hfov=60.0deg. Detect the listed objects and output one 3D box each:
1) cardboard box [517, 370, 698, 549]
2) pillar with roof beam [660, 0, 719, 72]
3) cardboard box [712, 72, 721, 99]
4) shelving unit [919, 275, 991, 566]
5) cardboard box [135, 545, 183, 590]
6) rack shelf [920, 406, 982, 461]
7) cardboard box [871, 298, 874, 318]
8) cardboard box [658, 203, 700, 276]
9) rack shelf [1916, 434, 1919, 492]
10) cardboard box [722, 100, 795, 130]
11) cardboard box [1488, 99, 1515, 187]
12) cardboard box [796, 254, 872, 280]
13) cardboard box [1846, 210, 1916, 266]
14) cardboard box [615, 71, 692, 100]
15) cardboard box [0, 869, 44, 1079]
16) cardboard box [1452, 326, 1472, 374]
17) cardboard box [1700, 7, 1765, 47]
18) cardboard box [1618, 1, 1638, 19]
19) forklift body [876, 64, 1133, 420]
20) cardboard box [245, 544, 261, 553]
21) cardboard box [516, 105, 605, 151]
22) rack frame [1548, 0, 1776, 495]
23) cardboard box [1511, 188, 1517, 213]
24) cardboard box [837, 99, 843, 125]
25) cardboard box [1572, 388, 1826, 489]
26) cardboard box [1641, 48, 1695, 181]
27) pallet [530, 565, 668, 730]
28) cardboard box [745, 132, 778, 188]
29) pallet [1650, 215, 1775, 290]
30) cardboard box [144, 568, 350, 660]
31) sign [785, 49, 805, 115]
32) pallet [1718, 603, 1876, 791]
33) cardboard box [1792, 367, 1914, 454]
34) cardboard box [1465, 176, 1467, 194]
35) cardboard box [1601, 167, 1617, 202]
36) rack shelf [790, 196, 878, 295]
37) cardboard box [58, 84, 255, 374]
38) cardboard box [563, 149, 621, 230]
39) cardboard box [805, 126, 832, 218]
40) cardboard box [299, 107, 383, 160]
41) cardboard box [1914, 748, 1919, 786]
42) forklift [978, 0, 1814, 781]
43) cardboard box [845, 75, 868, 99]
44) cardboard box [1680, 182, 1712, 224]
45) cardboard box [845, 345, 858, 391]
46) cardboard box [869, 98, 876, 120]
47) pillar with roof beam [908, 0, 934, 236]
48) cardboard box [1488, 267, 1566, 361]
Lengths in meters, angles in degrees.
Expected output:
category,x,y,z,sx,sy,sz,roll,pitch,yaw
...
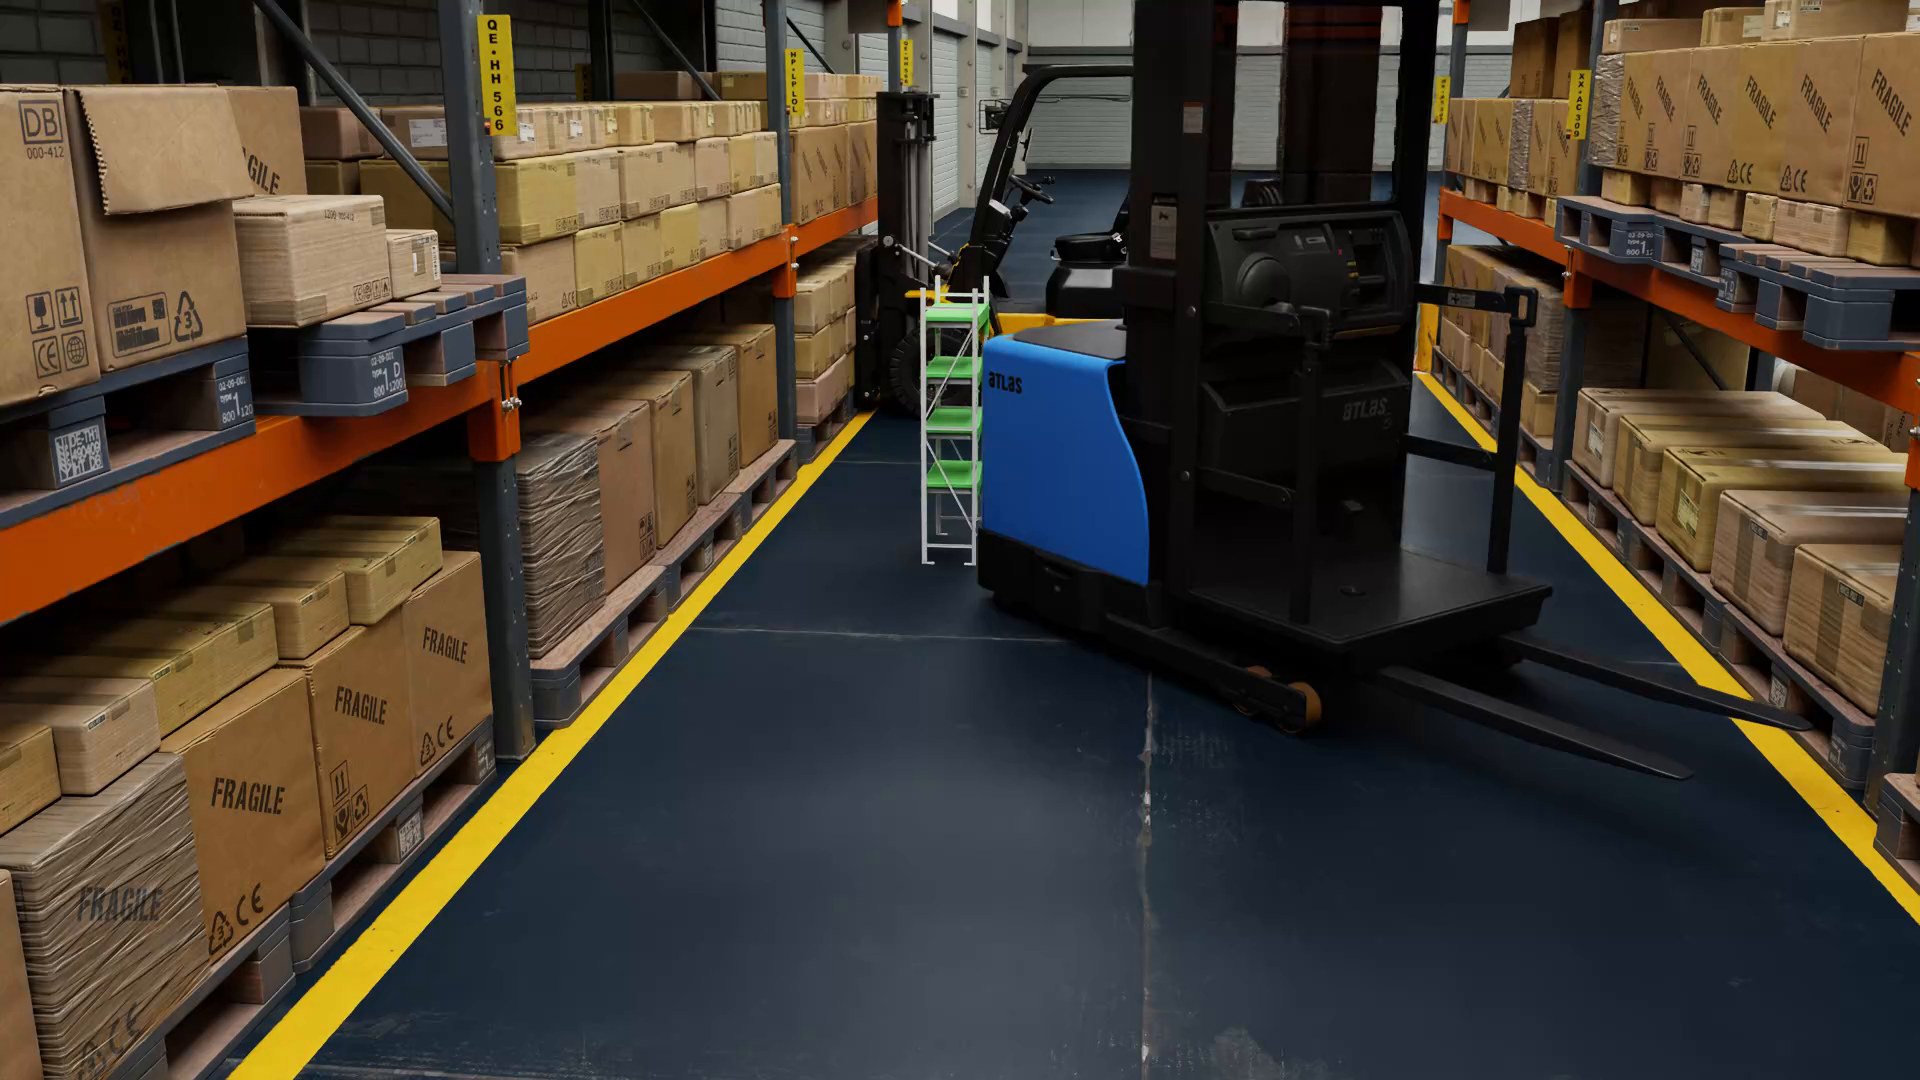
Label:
category,x,y,z,sx,sy,sz,roll,pitch,yaw
cardboard box,-1.611,-0.353,6.964,0.875,0.625,0.625,1,15,4
pillar with roof beam,2.370,-5.481,10.691,9.100,9.000,0.400,2,15,6
cardboard box,-1.132,-2.478,9.075,0.380,0.149,0.250,2,15,7
shelving unit,-0.019,-0.536,7.347,0.258,1.200,0.503,2,15,6
cardboard box,-2.262,0.095,4.308,0.380,0.149,0.250,2,15,8
rack shelf,-0.019,-0.475,7.363,0.258,0.148,0.480,2,15,6
cardboard box,-0.843,-1.453,10.793,0.500,0.250,0.500,2,15,6
cardboard box,-1.370,-1.225,6.731,0.500,0.250,0.500,2,15,8
rack shelf,2.870,0.221,2.477,1.077,0.370,4.000,2,15,6
cardboard box,-1.088,-2.264,8.855,0.380,0.149,0.250,1,15,5
cardboard box,3.509,-2.399,10.024,0.500,0.500,0.500,1,15,5
cardboard box,-0.839,-1.700,10.749,0.500,0.250,0.500,1,15,5
cardboard box,2.858,-0.890,4.885,0.380,0.149,0.250,2,15,7
cardboard box,-1.649,-2.425,8.878,0.380,0.149,0.250,2,15,6
cardboard box,-1.899,0.864,2.703,0.500,0.500,0.500,1,15,5
cardboard box,3.568,-1.262,11.047,0.500,0.250,0.500,2,15,8
cardboard box,3.123,-1.994,6.481,0.380,0.149,0.250,3,15,9
cardboard box,3.892,-2.597,8.842,0.700,0.500,0.500,2,15,7
forklift body,0.665,-1.910,10.605,2.313,2.155,1.214,2,15,6
cardboard box,-2.162,0.315,4.737,0.500,0.500,0.500,2,15,8
cardboard box,-1.458,-1.431,5.772,0.380,0.149,0.250,2,15,7
rack frame,3.547,-1.683,8.138,1.000,3.000,0.127,2,15,6
cardboard box,3.451,-1.983,9.730,0.380,0.149,0.250,1,15,5
cardboard box,-0.915,-2.595,10.080,0.380,0.149,0.250,1,15,4
cardboard box,3.491,-0.481,7.923,0.950,0.372,0.625,2,15,7
cardboard box,3.084,-1.706,6.660,0.500,0.500,0.500,2,15,6
pallet,-1.705,0.343,5.988,1.003,0.211,1.213,2,15,6
cardboard box,-1.186,-1.862,8.131,0.500,0.250,0.500,1,15,5
pallet,3.279,-1.067,6.230,1.003,0.211,1.213,2,15,6
cardboard box,-1.714,0.175,4.011,0.380,0.149,0.250,1,15,4
sign,-0.845,-2.335,8.485,0.100,0.325,0.005,2,15,6
pallet,3.186,0.498,5.415,1.003,0.211,1.213,2,15,6
cardboard box,5.020,-0.715,9.344,0.500,0.500,0.500,-14,20,-42
cardboard box,3.630,-2.385,11.215,0.380,0.149,0.250,1,15,4
cardboard box,3.171,-1.630,7.621,0.380,0.149,0.250,2,15,7
rack shelf,-1.159,-1.999,10.688,1.077,0.370,4.000,2,15,6
cardboard box,-1.837,-0.614,3.185,0.797,0.503,0.637,1,15,5
cardboard box,-1.486,-1.197,5.672,0.500,0.250,0.500,2,15,8
cardboard box,-1.033,-2.119,9.561,0.500,0.500,0.500,2,15,7
cardboard box,-2.001,-1.242,5.075,0.380,0.149,0.250,2,15,8
cardboard box,2.936,0.354,3.871,0.875,0.875,0.875,2,15,6
forklift,1.331,-0.934,5.500,1.130,2.935,3.031,-10,18,-34
cardboard box,-0.809,-2.937,10.774,0.380,0.149,0.250,2,15,7
cardboard box,2.996,-1.293,6.374,0.380,0.149,0.250,2,15,8
cardboard box,-0.917,-1.085,10.391,0.500,0.250,0.500,2,15,7
cardboard box,-0.784,-2.996,11.561,0.380,0.149,0.250,2,15,7
pillar with roof beam,3.724,-8.593,22.201,9.100,9.000,0.400,2,15,6
cardboard box,3.460,-1.346,9.919,0.500,0.500,0.500,3,15,9
